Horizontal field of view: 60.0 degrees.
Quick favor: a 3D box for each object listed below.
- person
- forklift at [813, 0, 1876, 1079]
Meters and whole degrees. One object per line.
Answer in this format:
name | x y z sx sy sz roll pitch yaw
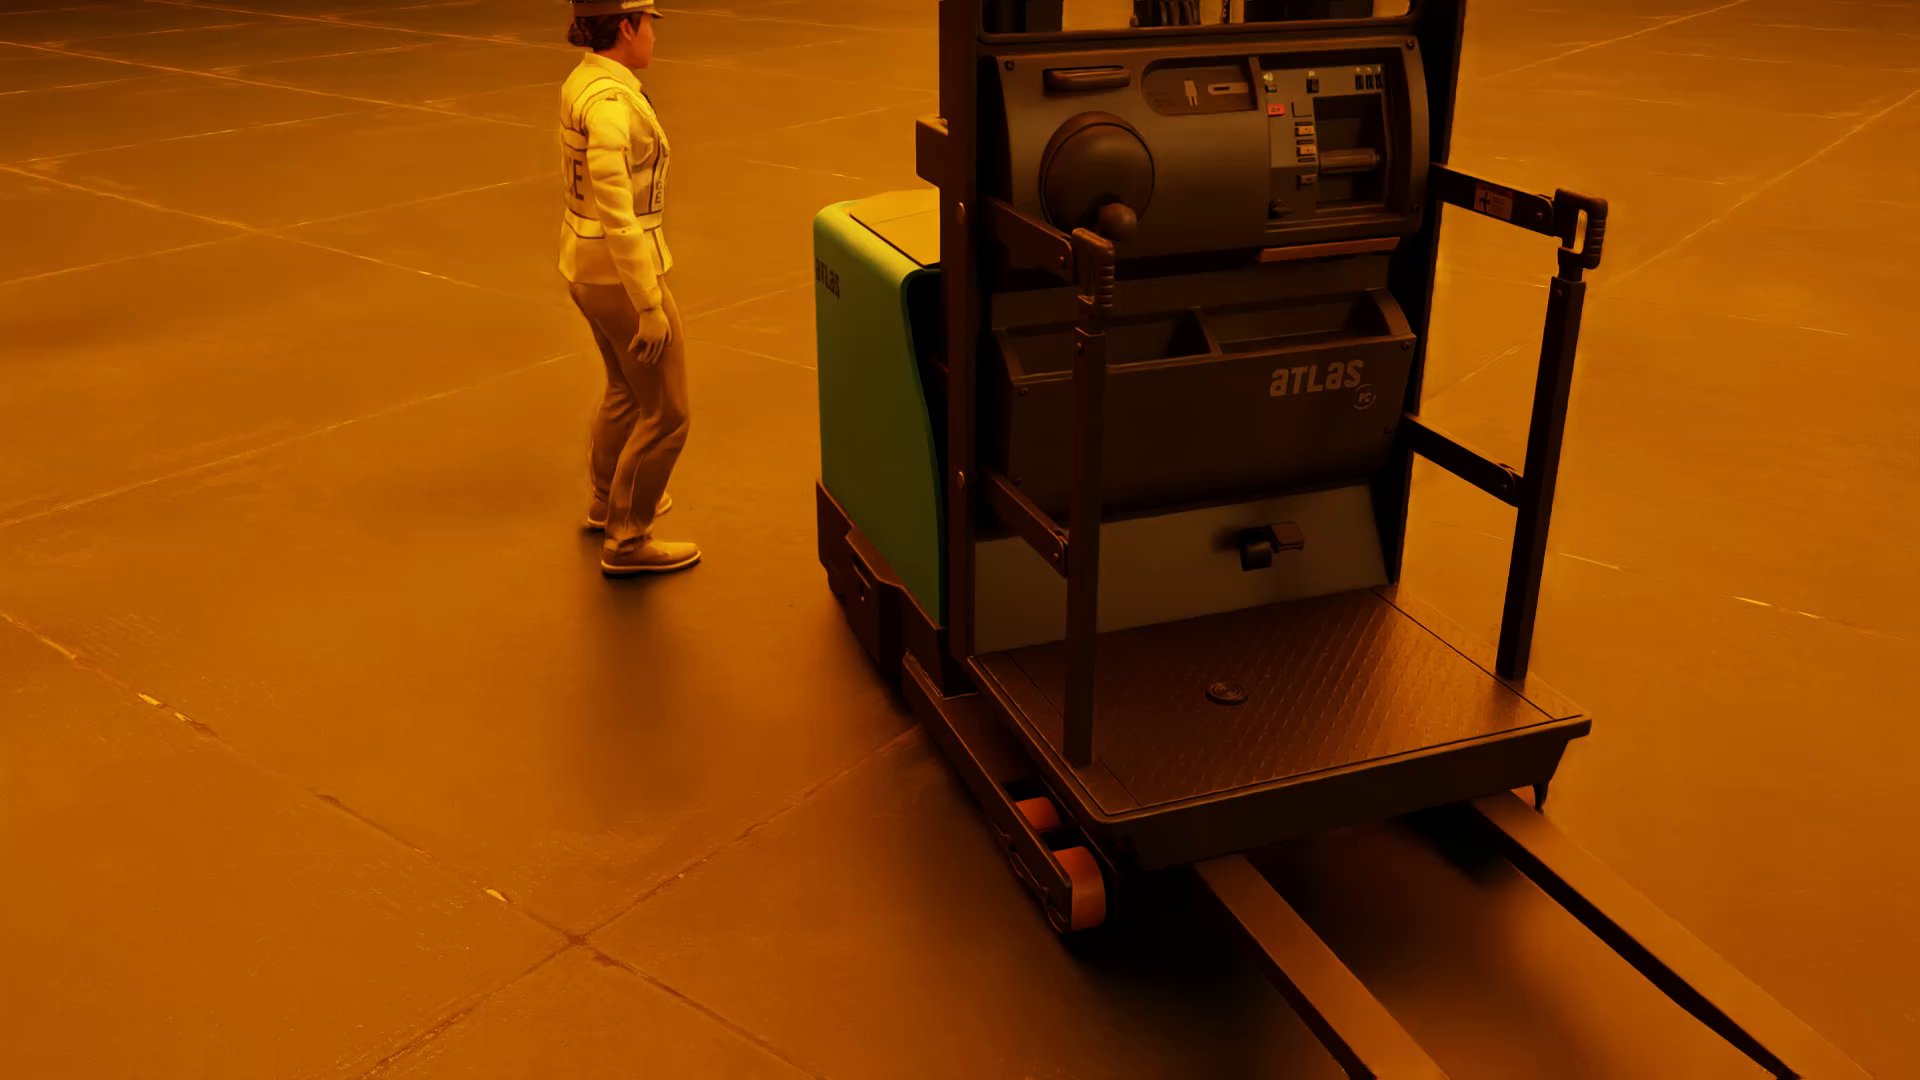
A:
person | -0.937 -0.721 4.615 0.332 1.644 0.699 -10 25 -21
forklift | 0.590 -0.765 3.093 1.130 2.935 3.031 -8 25 -19
